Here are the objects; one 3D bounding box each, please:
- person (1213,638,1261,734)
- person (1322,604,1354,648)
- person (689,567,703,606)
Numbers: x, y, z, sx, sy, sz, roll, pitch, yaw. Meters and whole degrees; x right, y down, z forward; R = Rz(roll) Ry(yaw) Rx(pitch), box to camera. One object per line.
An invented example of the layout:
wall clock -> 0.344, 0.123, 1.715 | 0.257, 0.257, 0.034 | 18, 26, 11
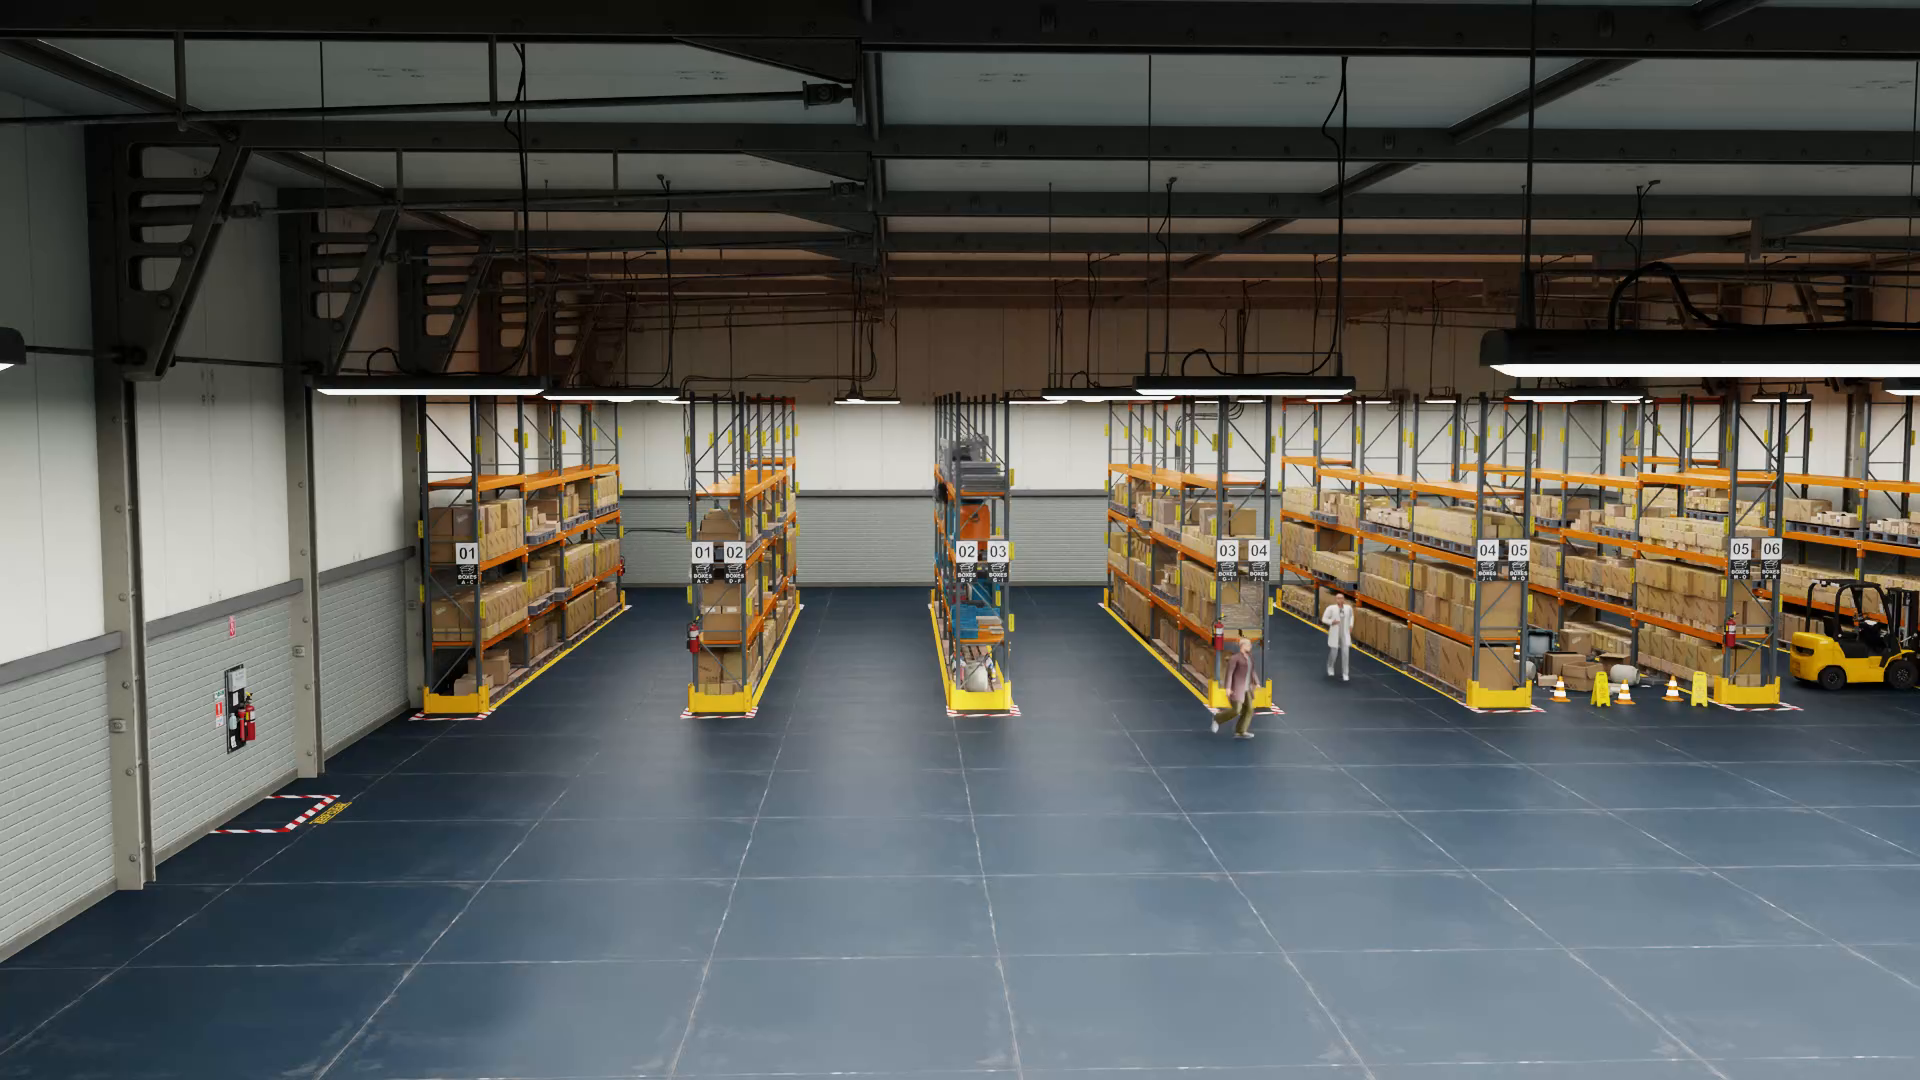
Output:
person -> 4.778, 2.566, 28.722 | 0.757, 1.567, 0.623 | -4, 6, -43
person -> 7.953, 1.786, 34.895 | 0.714, 0.929, 0.504 | 0, 5, -2
person -> -7.245, 1.142, 46.157 | 0.526, 1.498, 0.900 | 0, 5, -6
